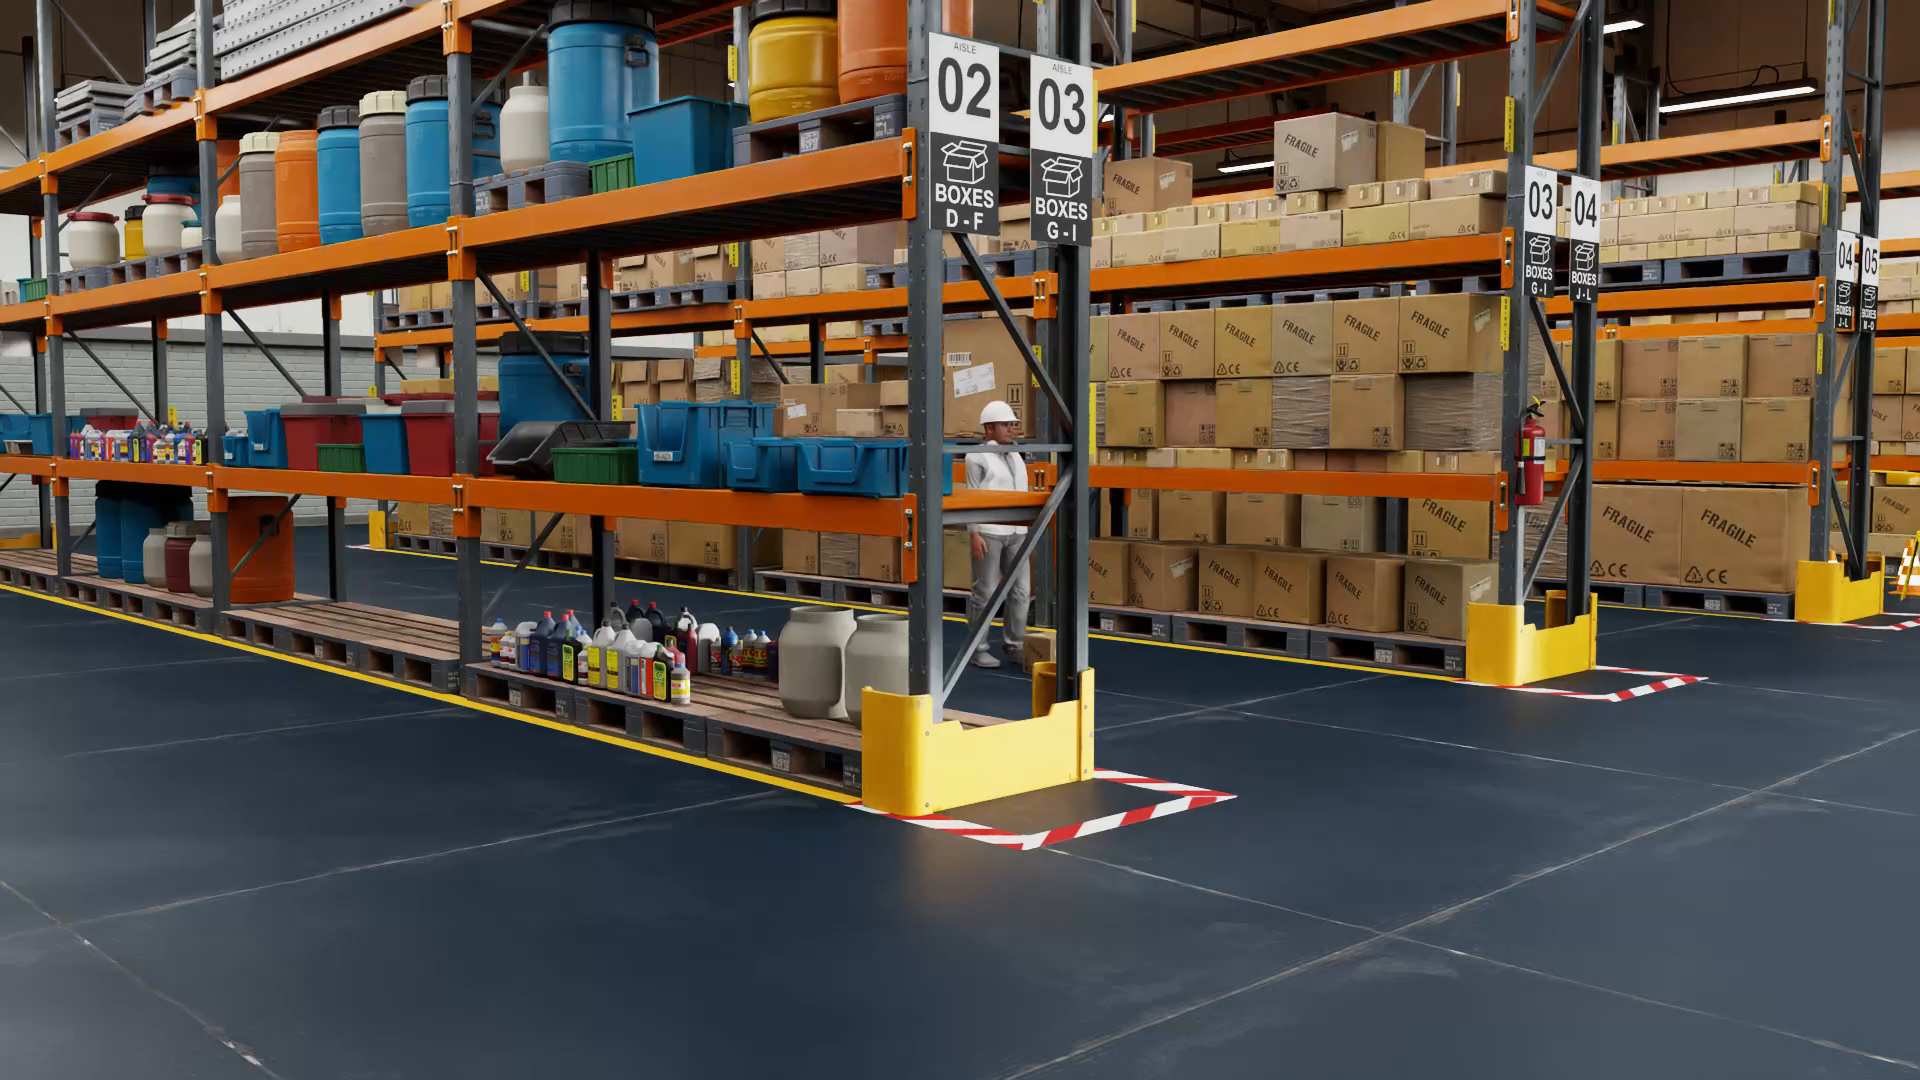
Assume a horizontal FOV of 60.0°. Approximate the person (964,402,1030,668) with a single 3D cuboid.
[{"bbox_3d":[0.283,-0.039,11.135,0.540,1.772,0.439,-4,5,-43],"label":"person"}]
